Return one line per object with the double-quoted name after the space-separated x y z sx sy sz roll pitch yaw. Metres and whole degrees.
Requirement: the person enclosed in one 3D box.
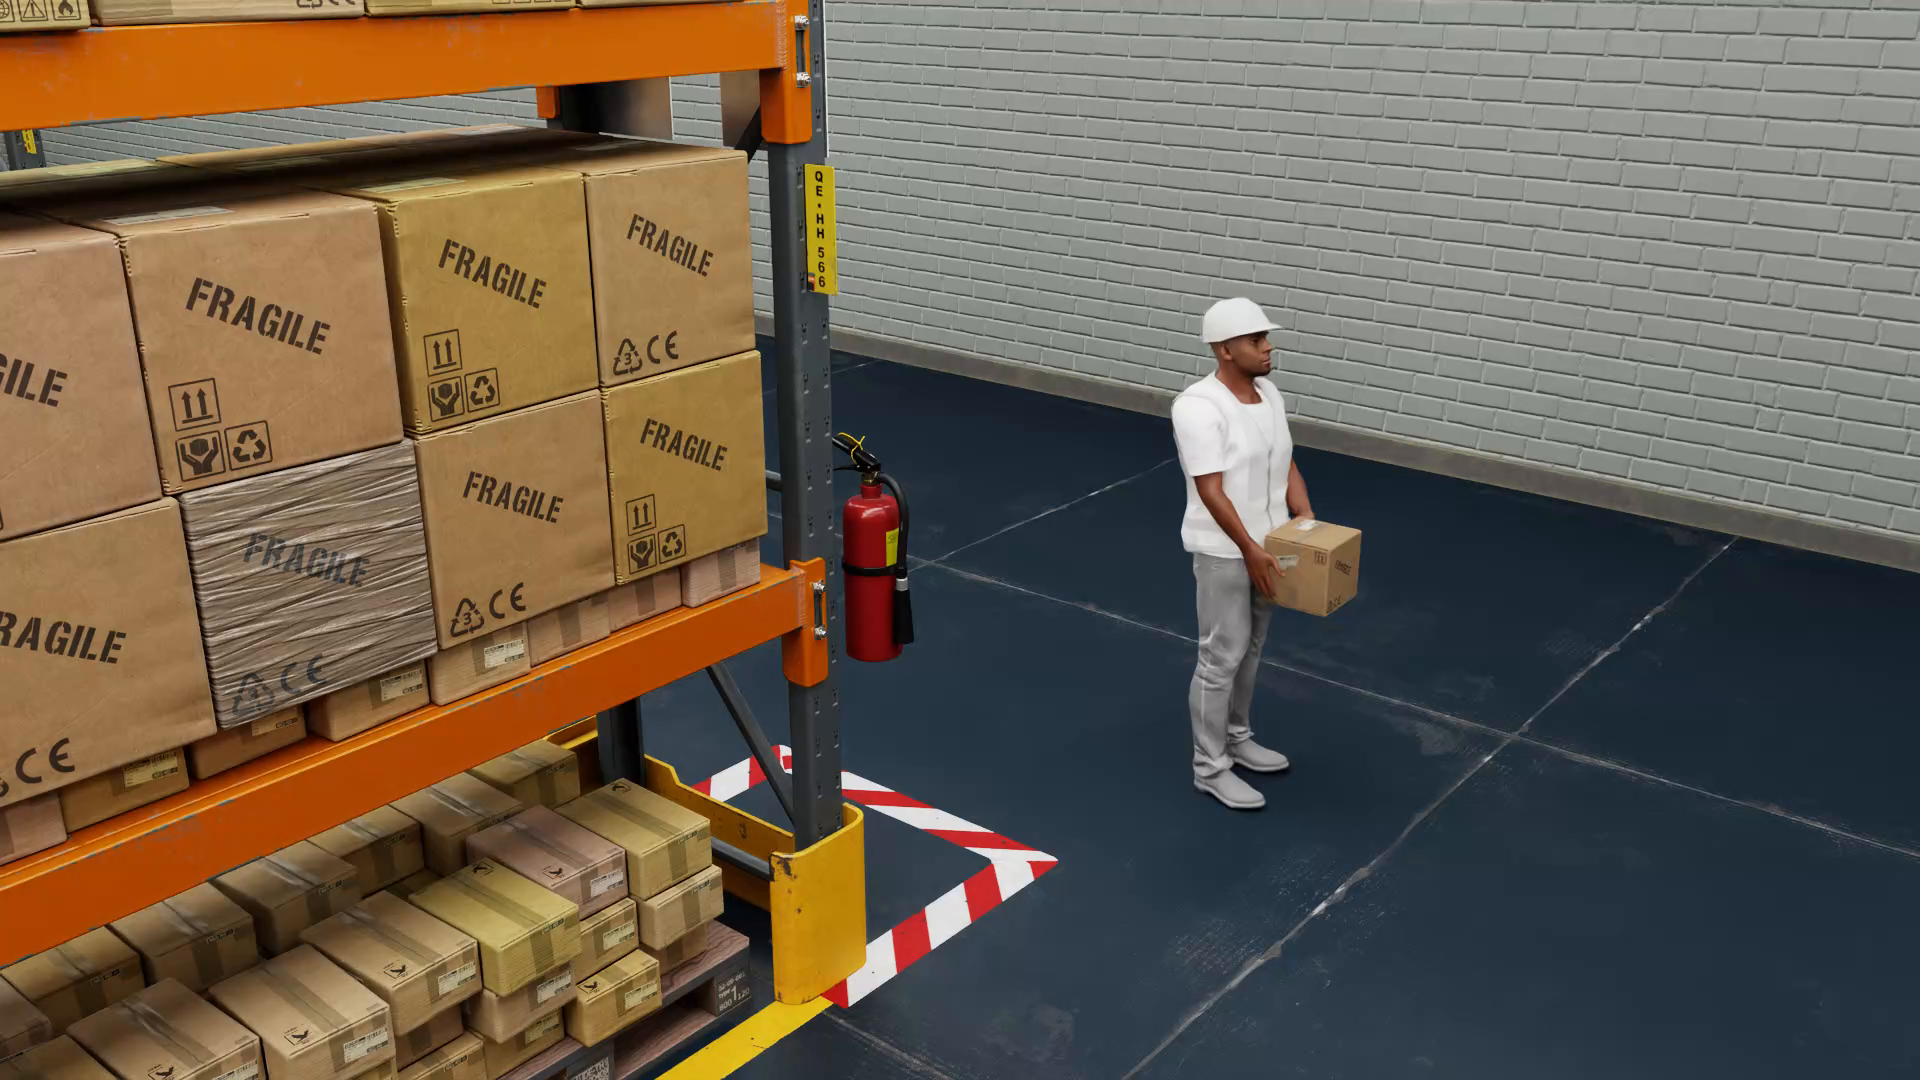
1.039 0.029 5.943 0.515 1.772 0.559 18 26 40 "person"
